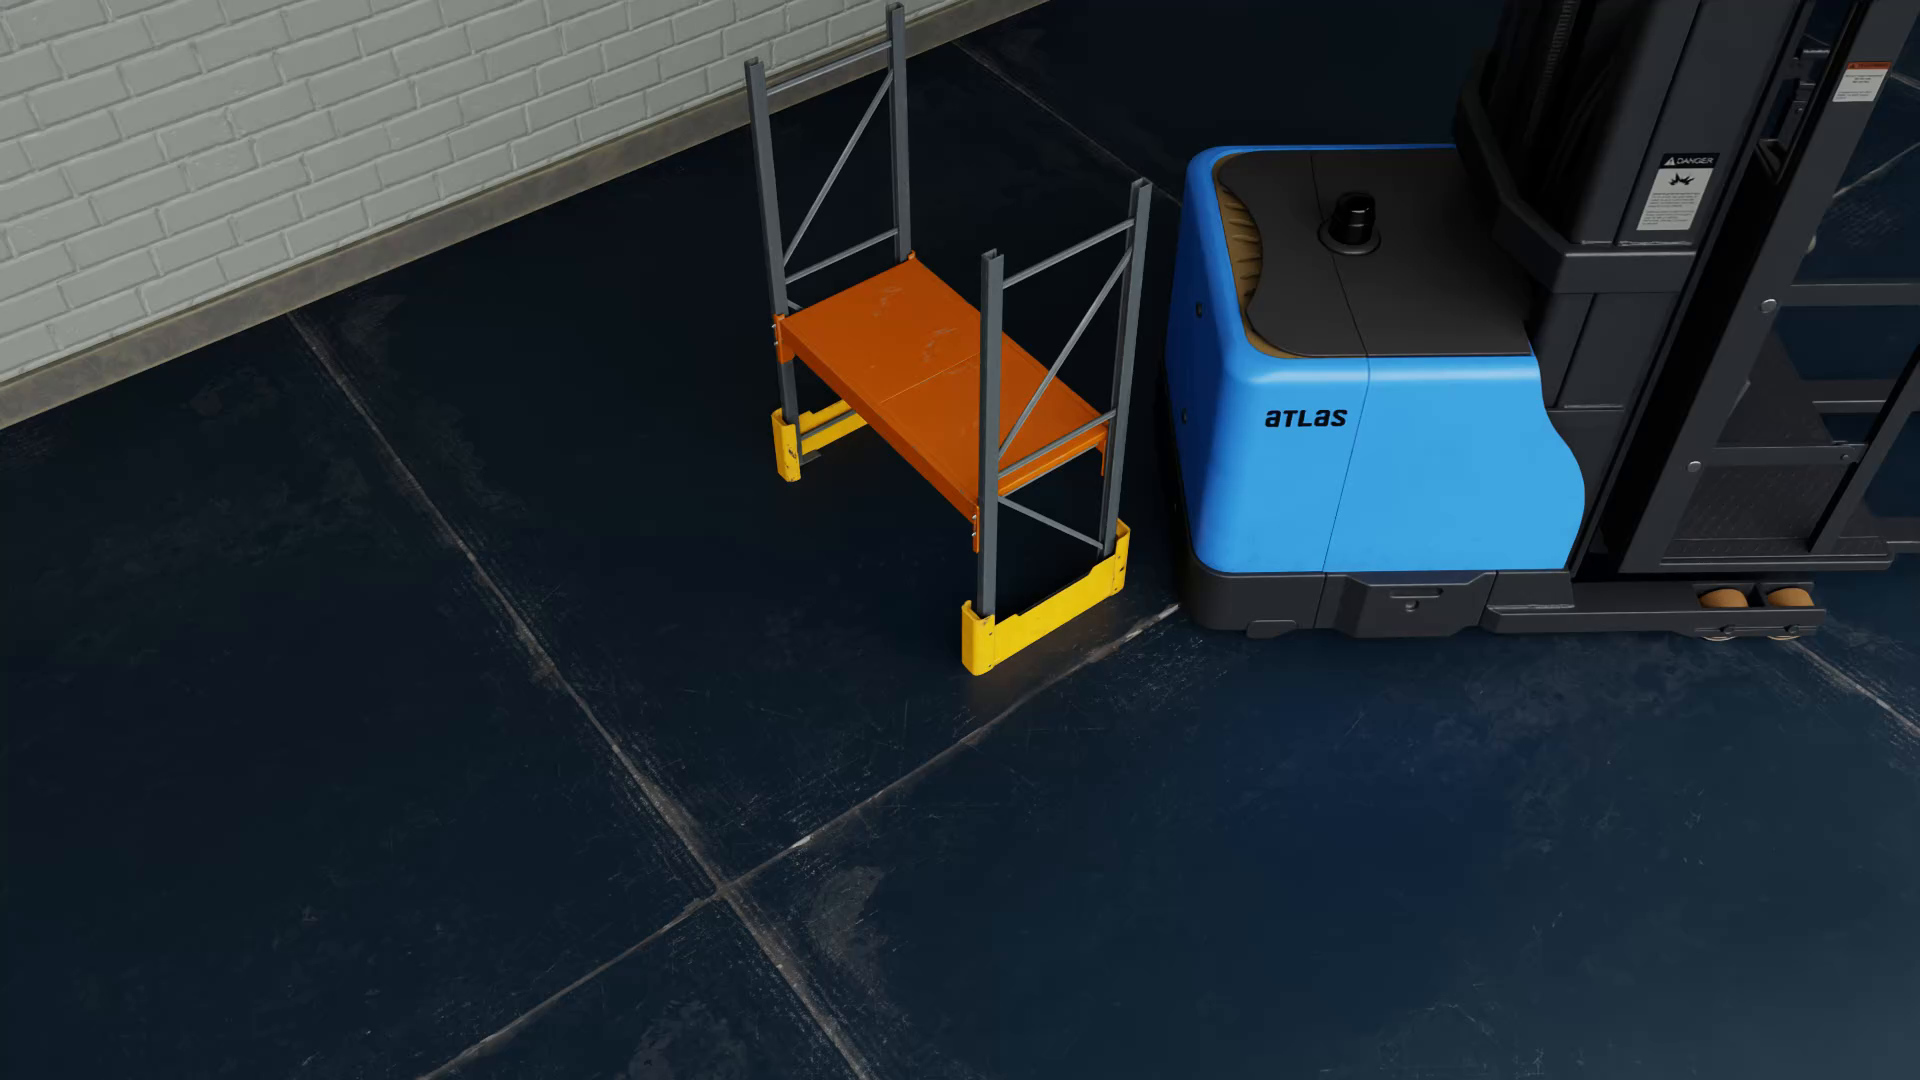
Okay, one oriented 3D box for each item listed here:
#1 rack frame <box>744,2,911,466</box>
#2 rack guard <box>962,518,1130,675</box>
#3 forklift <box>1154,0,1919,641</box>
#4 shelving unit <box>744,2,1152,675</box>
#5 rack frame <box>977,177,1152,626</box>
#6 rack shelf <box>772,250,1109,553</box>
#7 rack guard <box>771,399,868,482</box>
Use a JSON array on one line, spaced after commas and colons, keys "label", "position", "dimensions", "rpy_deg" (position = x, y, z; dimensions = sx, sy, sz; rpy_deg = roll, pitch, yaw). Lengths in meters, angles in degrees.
[{"label": "rack frame", "position": [-0.359, -0.854, 5.012], "dimensions": [0.500, 1.500, 0.032], "rpy_deg": [-29, 54, -24]}, {"label": "rack guard", "position": [0.255, 0.165, 4.932], "dimensions": [0.587, 0.250, 0.087], "rpy_deg": [-29, 54, -24]}, {"label": "forklift", "position": [2.169, -1.078, 4.249], "dimensions": [3.031, 2.935, 1.130], "rpy_deg": [-1, 48, -1]}, {"label": "shelving unit", "position": [-0.046, -0.549, 4.735], "dimensions": [0.587, 1.500, 1.083], "rpy_deg": [-29, 54, -24]}, {"label": "rack frame", "position": [0.256, -0.254, 4.468], "dimensions": [0.500, 1.500, 0.032], "rpy_deg": [-29, 54, -24]}, {"label": "rack shelf", "position": [-0.052, -0.433, 4.873], "dimensions": [0.538, 0.185, 1.000], "rpy_deg": [-29, 54, -24]}, {"label": "rack guard", "position": [-0.348, -0.423, 5.464], "dimensions": [0.587, 0.250, 0.087], "rpy_deg": [-29, 54, -24]}]
